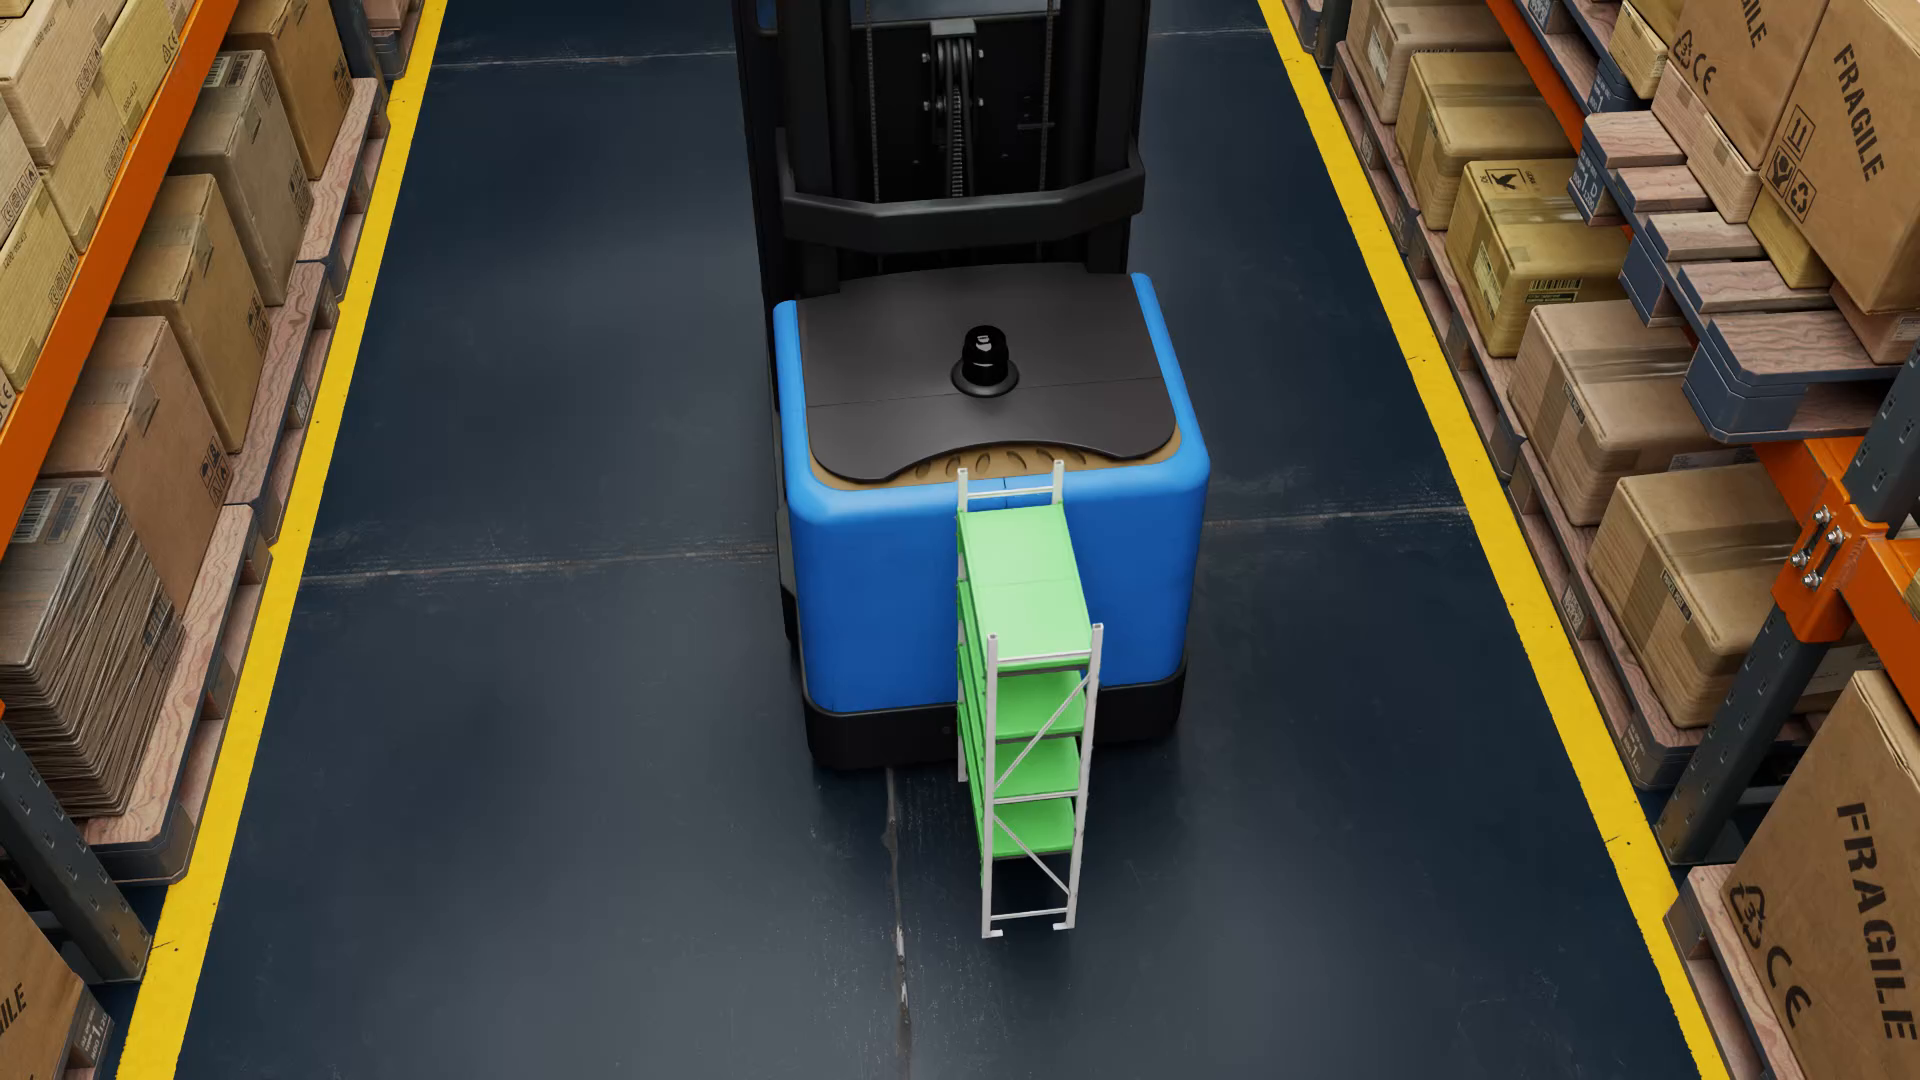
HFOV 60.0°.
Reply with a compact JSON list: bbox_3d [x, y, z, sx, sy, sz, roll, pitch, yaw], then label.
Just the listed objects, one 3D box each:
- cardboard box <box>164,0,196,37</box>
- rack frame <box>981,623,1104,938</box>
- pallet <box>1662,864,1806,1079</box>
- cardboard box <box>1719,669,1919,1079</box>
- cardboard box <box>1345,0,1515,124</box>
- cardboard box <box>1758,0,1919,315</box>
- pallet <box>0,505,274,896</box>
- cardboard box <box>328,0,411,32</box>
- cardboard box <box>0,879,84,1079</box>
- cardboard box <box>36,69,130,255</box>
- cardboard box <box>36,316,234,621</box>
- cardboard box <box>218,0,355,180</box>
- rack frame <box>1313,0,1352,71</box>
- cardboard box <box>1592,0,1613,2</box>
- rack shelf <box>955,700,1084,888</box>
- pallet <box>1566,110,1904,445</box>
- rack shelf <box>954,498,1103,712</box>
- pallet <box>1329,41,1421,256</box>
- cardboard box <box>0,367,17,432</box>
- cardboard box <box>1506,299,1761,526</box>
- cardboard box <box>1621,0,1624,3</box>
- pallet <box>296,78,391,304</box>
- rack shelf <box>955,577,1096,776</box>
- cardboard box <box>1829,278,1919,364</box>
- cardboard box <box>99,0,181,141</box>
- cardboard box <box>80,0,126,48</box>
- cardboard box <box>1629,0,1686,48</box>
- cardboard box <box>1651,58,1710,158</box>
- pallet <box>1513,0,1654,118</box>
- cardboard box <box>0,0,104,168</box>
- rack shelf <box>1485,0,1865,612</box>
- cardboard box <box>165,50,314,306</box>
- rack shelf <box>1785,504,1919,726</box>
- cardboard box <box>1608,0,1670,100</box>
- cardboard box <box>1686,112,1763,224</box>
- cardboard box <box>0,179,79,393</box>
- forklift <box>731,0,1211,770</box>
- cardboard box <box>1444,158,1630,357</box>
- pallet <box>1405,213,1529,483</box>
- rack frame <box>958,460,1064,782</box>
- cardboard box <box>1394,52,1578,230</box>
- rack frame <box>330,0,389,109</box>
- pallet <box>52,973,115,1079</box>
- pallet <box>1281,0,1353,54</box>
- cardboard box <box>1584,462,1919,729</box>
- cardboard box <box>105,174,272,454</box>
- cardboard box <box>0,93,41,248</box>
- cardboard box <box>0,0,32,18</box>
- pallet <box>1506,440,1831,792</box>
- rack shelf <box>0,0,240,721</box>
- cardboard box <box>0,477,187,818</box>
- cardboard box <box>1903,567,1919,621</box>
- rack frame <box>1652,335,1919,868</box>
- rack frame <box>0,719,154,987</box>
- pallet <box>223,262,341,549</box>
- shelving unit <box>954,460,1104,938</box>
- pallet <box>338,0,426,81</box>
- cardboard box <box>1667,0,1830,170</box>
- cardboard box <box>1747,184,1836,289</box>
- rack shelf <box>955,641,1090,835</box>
[{"bbox_3d":[-2.540,-1.699,4.897,0.500,0.250,0.500,-3,47,-3],"label":"cardboard box"},{"bbox_3d":[0.176,0.598,3.857,0.240,1.200,0.015,-5,47,-5],"label":"rack frame"},{"bbox_3d":[2.370,1.299,3.874,1.003,0.211,1.213,-3,47,-3],"label":"pallet"},{"bbox_3d":[2.355,0.856,3.547,0.875,0.875,0.875,-4,47,-4],"label":"cardboard box"},{"bbox_3d":[2.091,-1.990,6.589,0.950,0.372,0.625,-3,47,-3],"label":"cardboard box"},{"bbox_3d":[2.064,-0.828,3.405,0.500,0.500,0.500,-5,47,-4],"label":"cardboard box"},{"bbox_3d":[-2.596,0.431,4.697,1.003,0.211,1.213,-3,47,-3],"label":"pallet"},{"bbox_3d":[-2.612,-2.393,7.055,0.500,0.250,0.500,-3,47,-3],"label":"cardboard box"},{"bbox_3d":[-2.317,1.078,3.596,0.500,0.500,0.500,-2,47,-2],"label":"cardboard box"},{"bbox_3d":[-2.447,-0.951,4.188,0.500,0.250,0.500,-5,47,-5],"label":"cardboard box"},{"bbox_3d":[-2.668,-0.182,4.703,0.875,0.625,0.625,-2,47,-2],"label":"cardboard box"},{"bbox_3d":[-2.846,-1.775,6.212,0.875,0.625,0.625,-2,47,-2],"label":"cardboard box"},{"bbox_3d":[2.045,-3.129,6.147,1.000,3.000,0.127,-3,47,-3],"label":"rack frame"},{"bbox_3d":[1.909,-1.632,4.613,0.380,0.149,0.250,-5,47,-5],"label":"cardboard box"},{"bbox_3d":[0.145,0.630,4.244,0.258,0.148,0.480,-5,47,-5],"label":"rack shelf"},{"bbox_3d":[2.214,-0.678,3.958,1.213,0.211,1.003,-3,47,-3],"label":"pallet"},{"bbox_3d":[0.145,0.137,3.719,0.258,0.148,0.480,-5,47,-5],"label":"rack shelf"},{"bbox_3d":[2.111,-1.607,6.626,1.003,0.211,1.213,-3,47,-3],"label":"pallet"},{"bbox_3d":[-2.360,-0.215,3.490,0.500,0.250,0.500,-3,47,-3],"label":"cardboard box"},{"bbox_3d":[2.272,-0.418,5.101,0.950,0.372,0.625,-4,47,-4],"label":"cardboard box"},{"bbox_3d":[2.012,-1.455,4.446,0.380,0.149,0.250,-3,47,-3],"label":"cardboard box"},{"bbox_3d":[-2.801,-1.335,6.369,1.003,0.211,1.213,-3,47,-3],"label":"pallet"},{"bbox_3d":[0.145,0.301,3.894,0.258,0.148,0.480,-5,47,-5],"label":"rack shelf"},{"bbox_3d":[2.118,-0.515,3.556,0.380,0.149,0.250,-2,47,-2],"label":"cardboard box"},{"bbox_3d":[-2.489,-1.326,4.543,0.500,0.250,0.500,-2,47,-2],"label":"cardboard box"},{"bbox_3d":[-2.495,-1.497,4.360,0.500,0.250,0.500,-3,47,-3],"label":"cardboard box"},{"bbox_3d":[1.967,-1.566,4.104,0.500,0.500,0.500,-6,47,-6],"label":"cardboard box"},{"bbox_3d":[1.944,-1.067,4.079,0.380,0.149,0.250,-5,47,-5],"label":"cardboard box"},{"bbox_3d":[2.173,-1.598,4.830,1.003,0.211,1.213,-3,47,-3],"label":"pallet"},{"bbox_3d":[-2.427,-1.129,4.012,0.500,0.250,0.500,-5,47,-4],"label":"cardboard box"},{"bbox_3d":[2.212,-1.434,5.038,1.077,0.370,4.000,-3,47,-3],"label":"rack shelf"},{"bbox_3d":[-2.789,-1.213,5.679,0.875,0.625,0.625,-4,47,-4],"label":"cardboard box"},{"bbox_3d":[2.547,1.460,2.297,1.077,0.370,4.000,-3,47,-3],"label":"rack shelf"},{"bbox_3d":[1.907,-1.265,4.266,0.380,0.149,0.250,-3,47,-3],"label":"cardboard box"},{"bbox_3d":[1.957,-0.885,3.906,0.380,0.149,0.250,-4,47,-4],"label":"cardboard box"},{"bbox_3d":[-2.397,-0.579,3.835,0.500,0.250,0.500,-4,47,-4],"label":"cardboard box"},{"bbox_3d":[-0.078,-1.458,4.612,1.130,2.935,3.031,-5,47,-5],"label":"forklift"},{"bbox_3d":[2.215,-0.967,5.621,0.950,0.372,0.625,-2,47,-2],"label":"cardboard box"},{"bbox_3d":[2.217,-0.722,5.788,1.003,0.211,1.213,-3,47,-3],"label":"pallet"},{"bbox_3d":[0.114,0.245,4.188,0.240,1.200,0.015,-5,47,-5],"label":"rack frame"},{"bbox_3d":[2.155,-1.470,6.097,0.950,0.372,0.625,-1,47,-1],"label":"cardboard box"},{"bbox_3d":[-2.901,-2.824,5.859,1.000,3.000,0.127,-3,47,-3],"label":"rack frame"},{"bbox_3d":[-2.542,1.571,3.617,1.003,0.211,1.213,-3,47,-3],"label":"pallet"},{"bbox_3d":[1.953,-2.654,7.618,1.003,0.211,1.213,-3,47,-3],"label":"pallet"},{"bbox_3d":[2.342,0.115,4.596,0.950,0.372,0.625,-6,47,-6],"label":"cardboard box"},{"bbox_3d":[-2.724,-0.669,5.164,0.875,0.625,0.625,-5,47,-5],"label":"cardboard box"},{"bbox_3d":[-2.401,-0.749,3.652,0.500,0.250,0.500,-2,47,-2],"label":"cardboard box"},{"bbox_3d":[-2.418,-1.369,3.965,0.380,0.149,0.250,-3,47,-2],"label":"cardboard box"},{"bbox_3d":[2.316,0.159,4.954,1.003,0.211,1.213,-3,47,-3],"label":"pallet"},{"bbox_3d":[-2.734,-1.130,4.750,1.077,0.370,4.000,-3,47,-3],"label":"rack shelf"},{"bbox_3d":[-2.605,0.290,4.256,0.875,0.625,0.625,-2,47,-2],"label":"cardboard box"},{"bbox_3d":[2.170,0.186,3.111,0.500,0.250,0.500,-4,47,-4],"label":"cardboard box"},{"bbox_3d":[2.380,-0.235,3.406,1.000,3.000,0.127,-3,47,-3],"label":"rack frame"},{"bbox_3d":[-2.566,0.070,3.118,1.000,3.000,0.127,-3,47,-3],"label":"rack frame"},{"bbox_3d":[-2.695,-0.450,5.531,1.003,0.211,1.213,-3,47,-3],"label":"pallet"},{"bbox_3d":[0.145,0.422,4.022,0.258,1.200,0.503,-5,47,-5],"label":"shelving unit"},{"bbox_3d":[-2.926,-2.443,7.419,1.003,0.211,1.213,-3,47,-3],"label":"pallet"},{"bbox_3d":[2.010,-1.201,3.759,0.500,0.500,0.500,-4,47,-4],"label":"cardboard box"},{"bbox_3d":[2.023,-0.705,3.736,0.380,0.149,0.250,-3,47,-3],"label":"cardboard box"},{"bbox_3d":[0.145,0.466,4.069,0.258,0.148,0.480,-5,47,-5],"label":"rack shelf"}]
